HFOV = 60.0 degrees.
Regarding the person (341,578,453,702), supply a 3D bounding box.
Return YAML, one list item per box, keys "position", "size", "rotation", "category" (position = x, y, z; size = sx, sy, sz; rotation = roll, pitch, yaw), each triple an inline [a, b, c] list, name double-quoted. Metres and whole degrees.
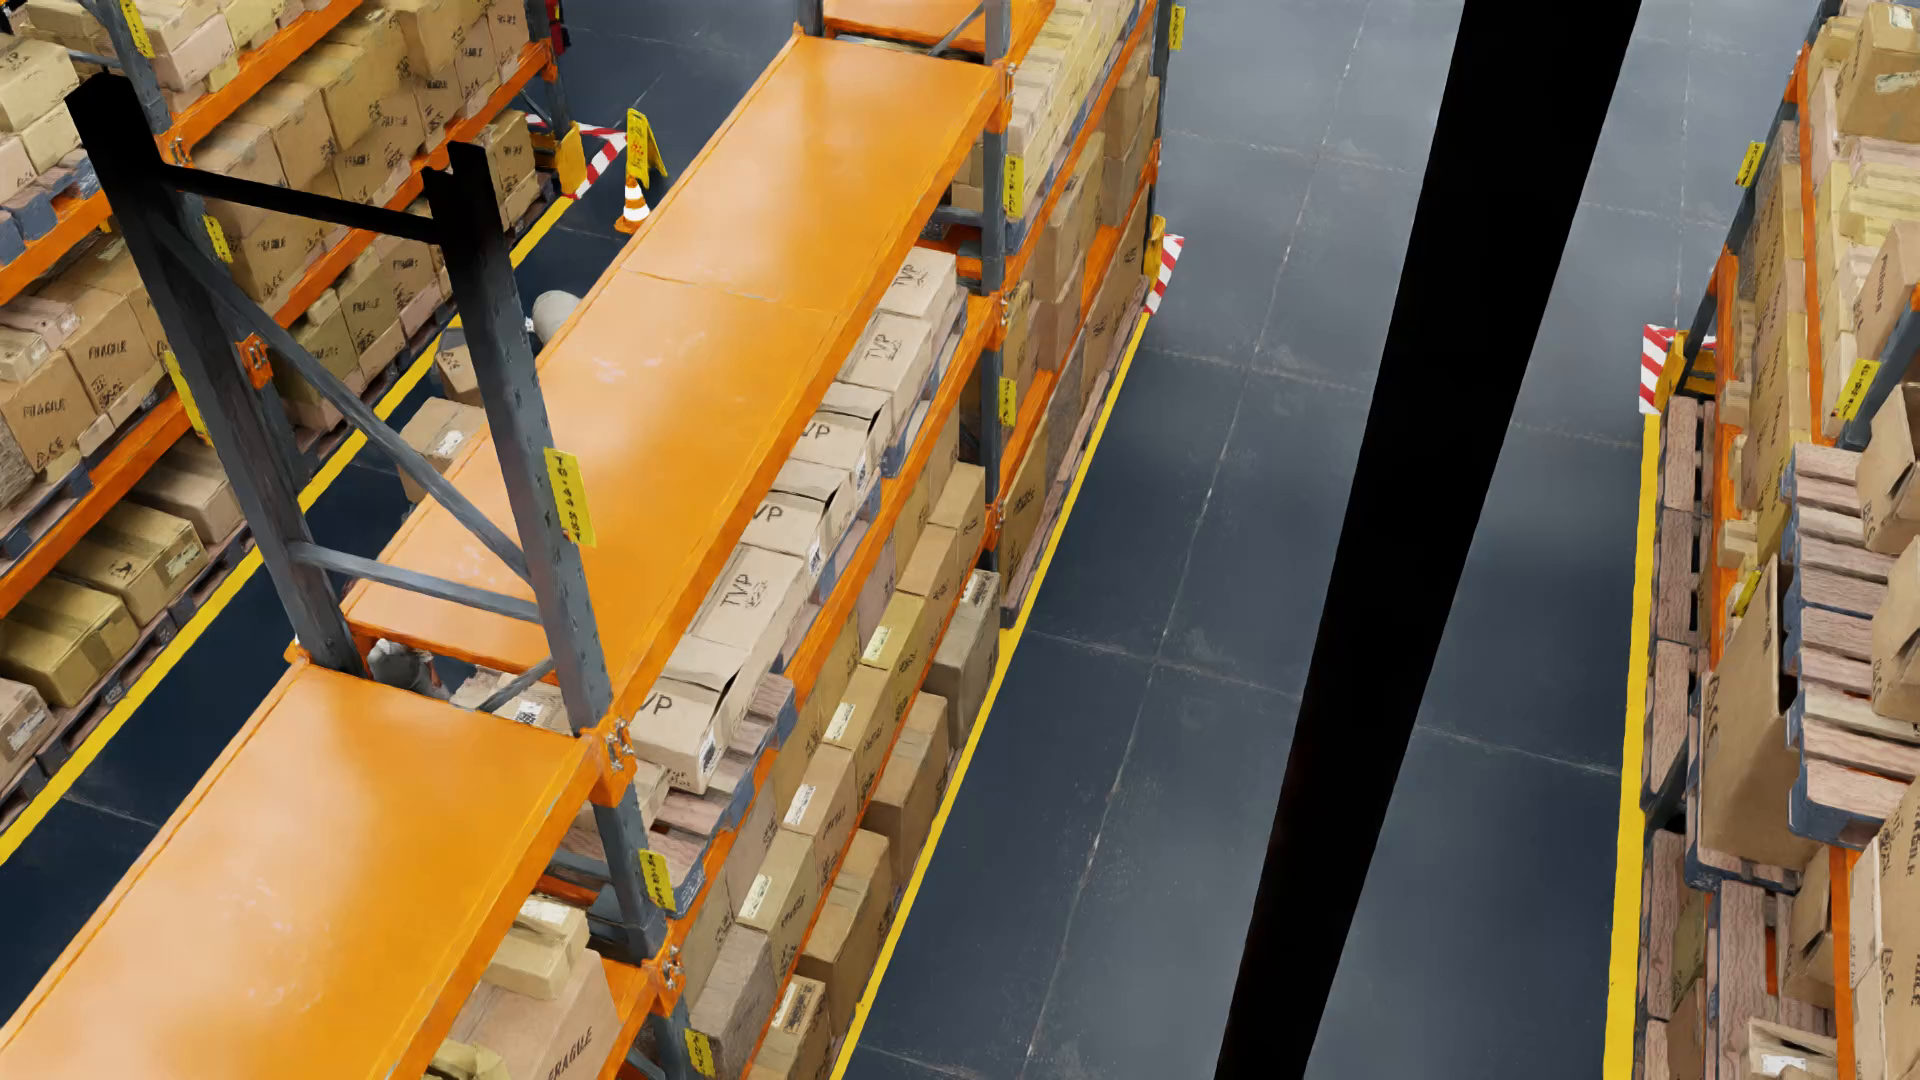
- position: [-3.103, 0.812, 9.174]
  size: [0.525, 1.574, 0.509]
  rotation: [-32, 54, -27]
  category: "person"
